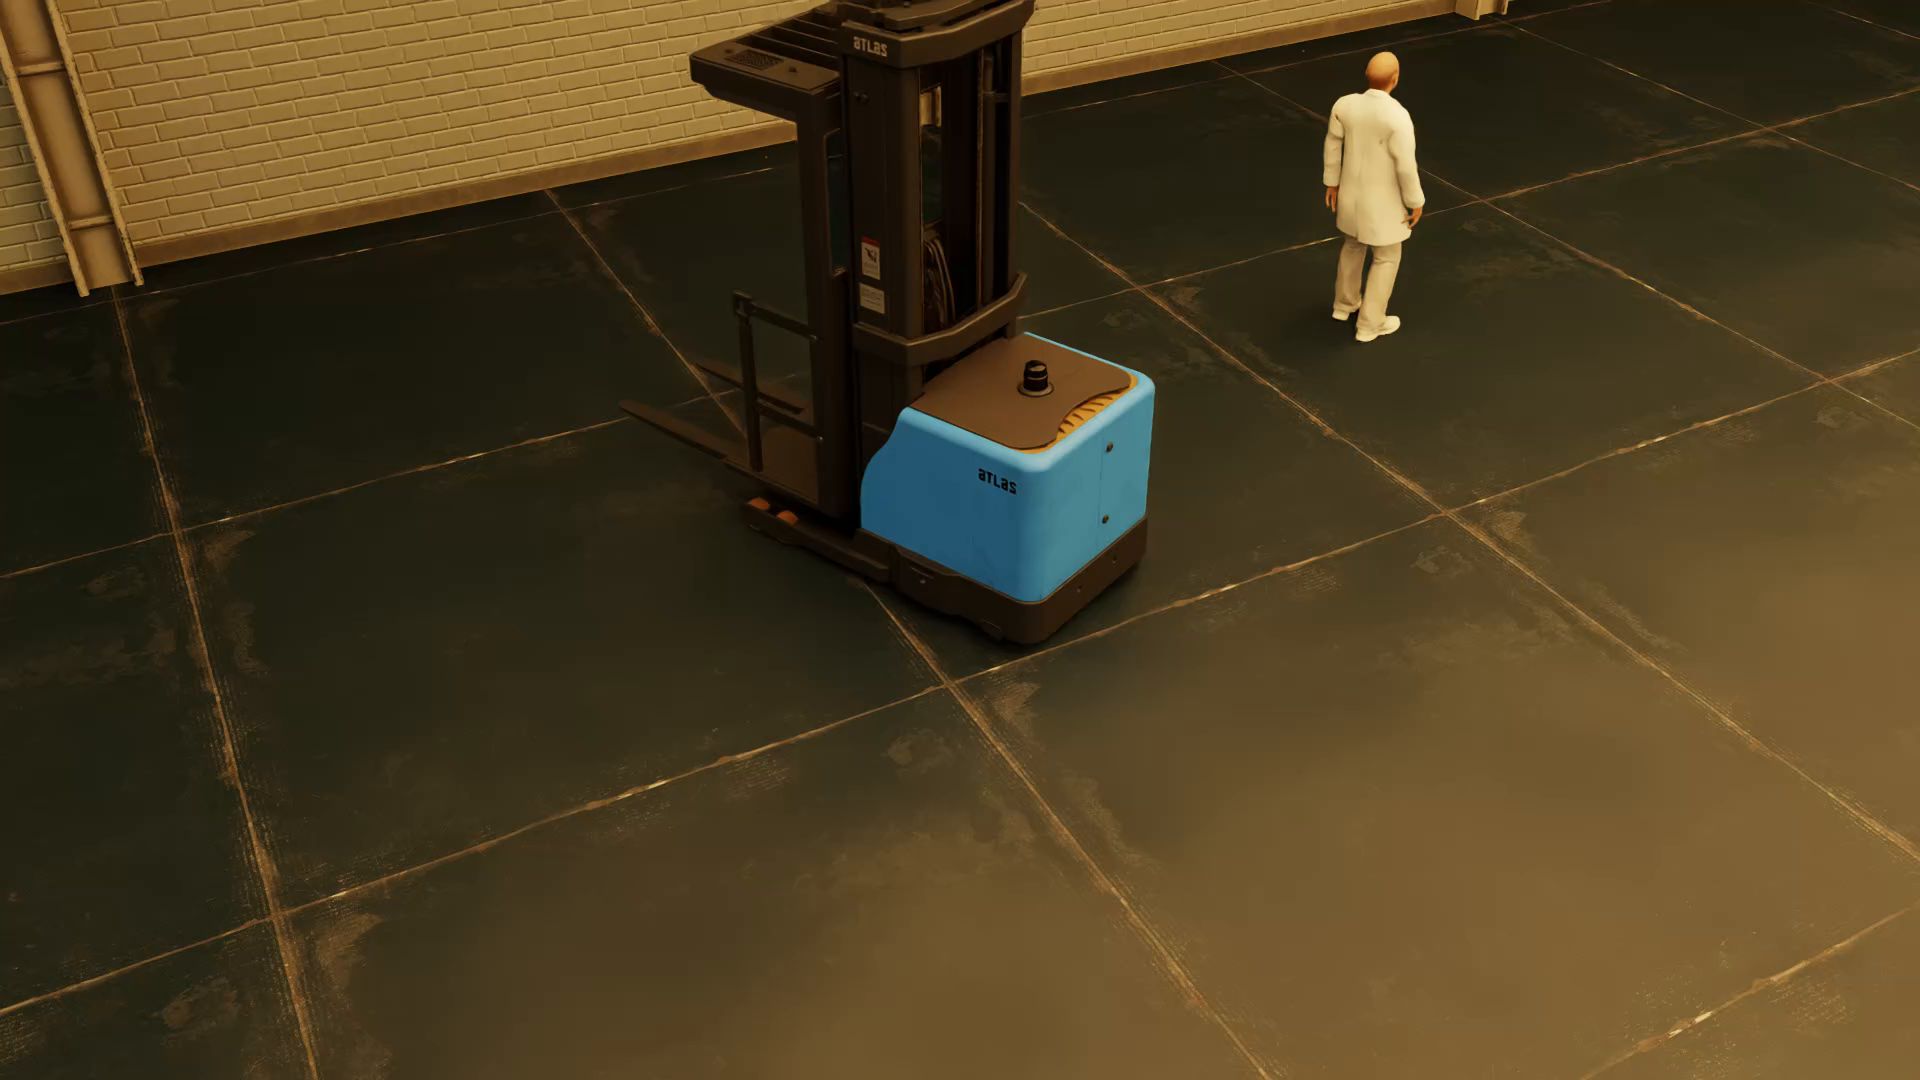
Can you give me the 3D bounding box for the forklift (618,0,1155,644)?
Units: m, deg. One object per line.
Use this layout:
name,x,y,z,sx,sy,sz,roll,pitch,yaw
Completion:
forklift,-0.531,-1.397,8.099,3.031,2.935,1.130,24,42,30

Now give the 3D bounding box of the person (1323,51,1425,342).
person,2.550,-2.093,10.112,0.510,1.802,0.681,-27,43,-32
